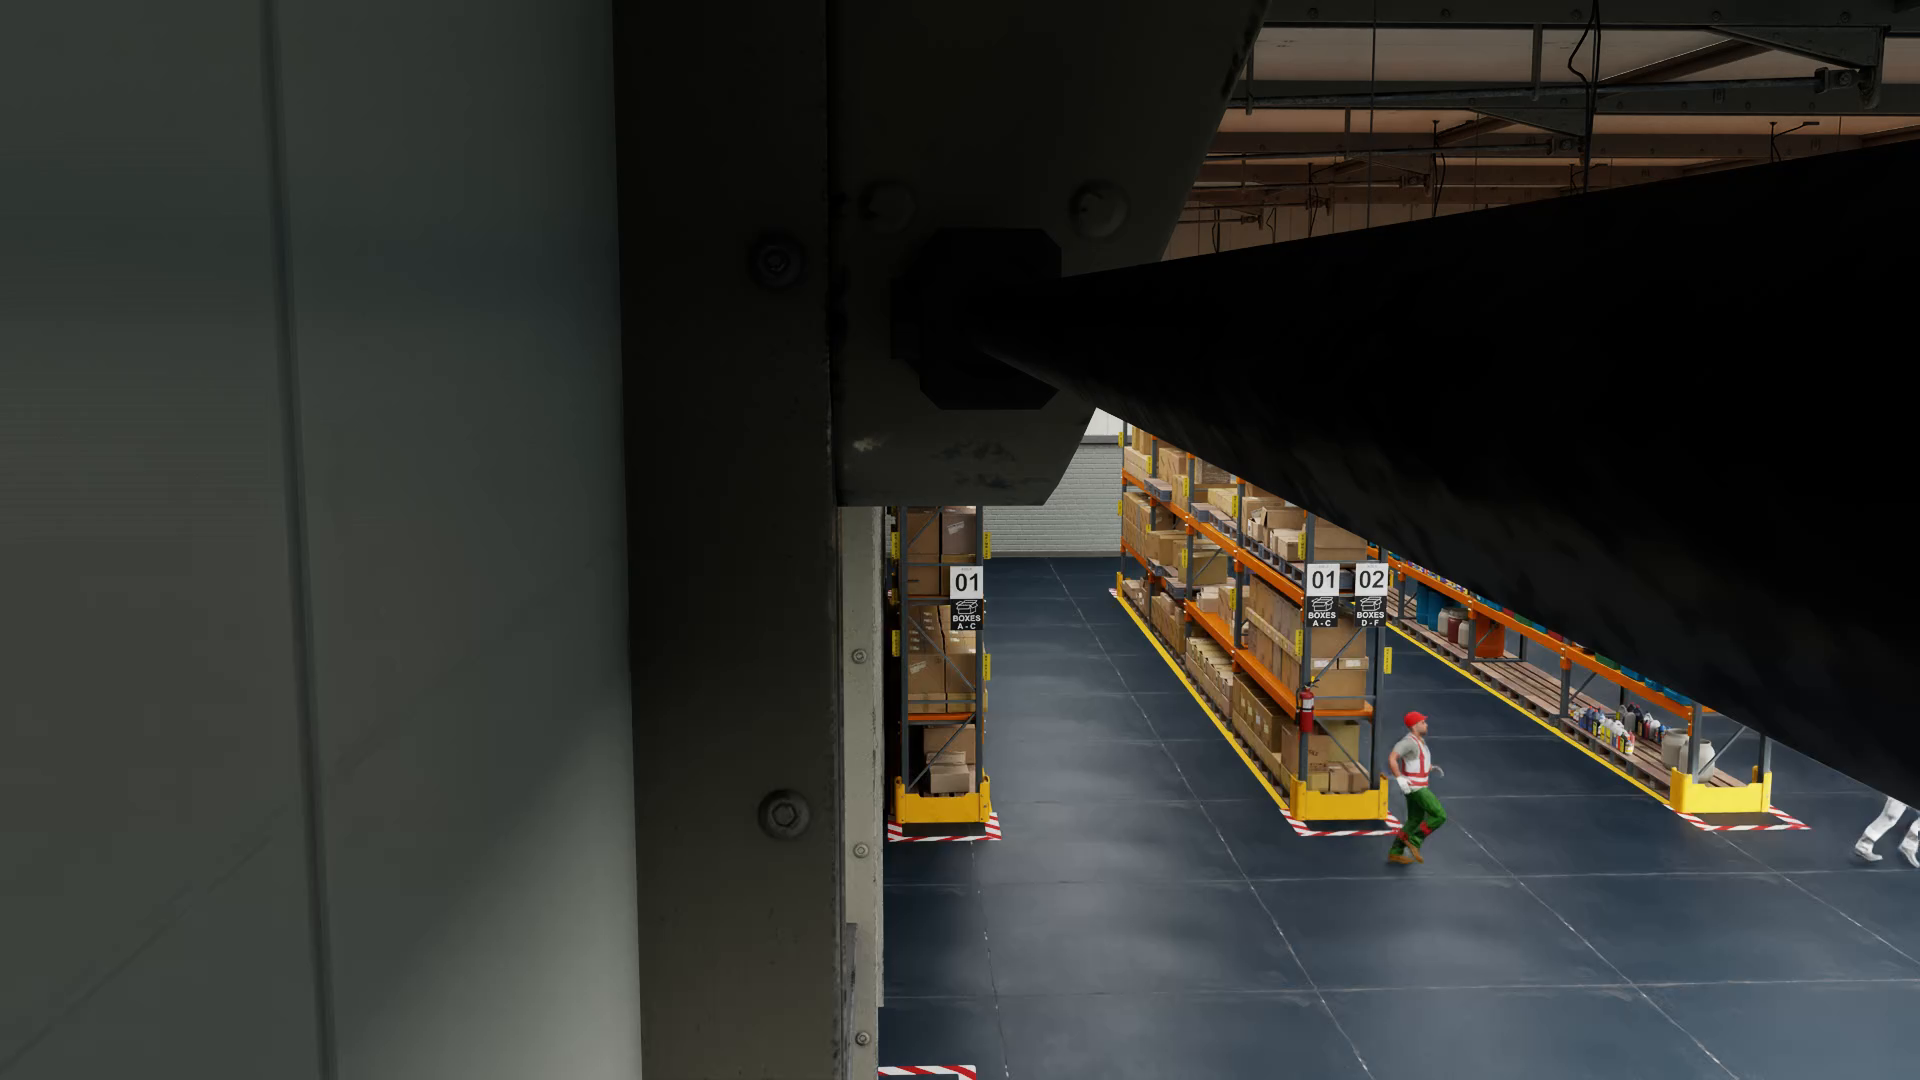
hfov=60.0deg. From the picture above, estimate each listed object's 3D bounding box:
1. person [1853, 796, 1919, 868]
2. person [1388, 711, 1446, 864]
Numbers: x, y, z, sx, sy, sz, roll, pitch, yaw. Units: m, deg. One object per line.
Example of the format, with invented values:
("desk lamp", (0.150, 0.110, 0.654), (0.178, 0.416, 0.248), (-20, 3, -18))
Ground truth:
("person", (10.668, 2.817, 18.781), (0.891, 1.790, 0.676), (6, 10, 35))
("person", (5.207, 2.811, 18.891), (0.648, 1.720, 0.705), (3, 8, 19))
